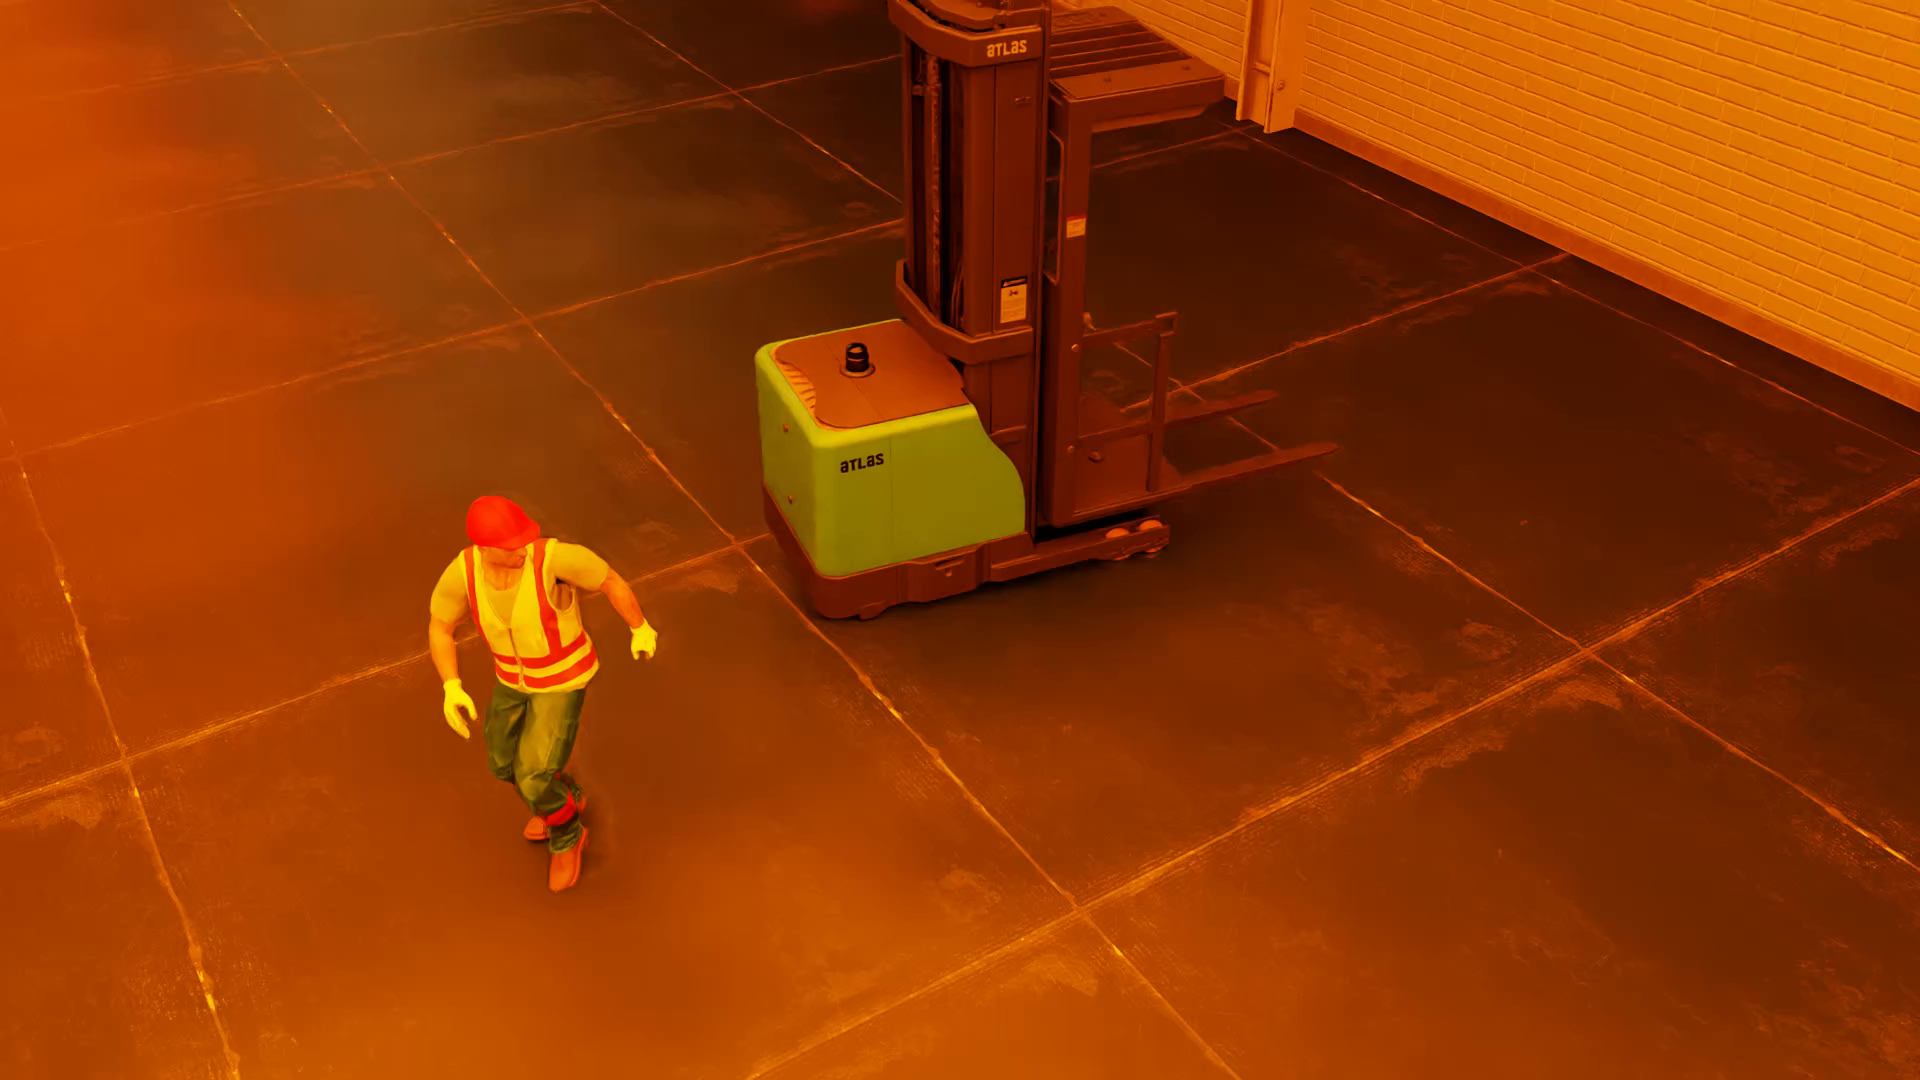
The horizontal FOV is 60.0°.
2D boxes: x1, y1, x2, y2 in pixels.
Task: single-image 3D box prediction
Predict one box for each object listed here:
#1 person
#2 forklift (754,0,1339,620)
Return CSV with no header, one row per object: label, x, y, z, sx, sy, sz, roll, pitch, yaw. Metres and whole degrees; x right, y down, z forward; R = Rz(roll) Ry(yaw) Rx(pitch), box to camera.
person,-1.641,0.553,6.457,0.673,1.756,0.787,14,37,19
forklift,0.537,-1.358,8.080,3.031,2.935,1.130,-14,37,-19
